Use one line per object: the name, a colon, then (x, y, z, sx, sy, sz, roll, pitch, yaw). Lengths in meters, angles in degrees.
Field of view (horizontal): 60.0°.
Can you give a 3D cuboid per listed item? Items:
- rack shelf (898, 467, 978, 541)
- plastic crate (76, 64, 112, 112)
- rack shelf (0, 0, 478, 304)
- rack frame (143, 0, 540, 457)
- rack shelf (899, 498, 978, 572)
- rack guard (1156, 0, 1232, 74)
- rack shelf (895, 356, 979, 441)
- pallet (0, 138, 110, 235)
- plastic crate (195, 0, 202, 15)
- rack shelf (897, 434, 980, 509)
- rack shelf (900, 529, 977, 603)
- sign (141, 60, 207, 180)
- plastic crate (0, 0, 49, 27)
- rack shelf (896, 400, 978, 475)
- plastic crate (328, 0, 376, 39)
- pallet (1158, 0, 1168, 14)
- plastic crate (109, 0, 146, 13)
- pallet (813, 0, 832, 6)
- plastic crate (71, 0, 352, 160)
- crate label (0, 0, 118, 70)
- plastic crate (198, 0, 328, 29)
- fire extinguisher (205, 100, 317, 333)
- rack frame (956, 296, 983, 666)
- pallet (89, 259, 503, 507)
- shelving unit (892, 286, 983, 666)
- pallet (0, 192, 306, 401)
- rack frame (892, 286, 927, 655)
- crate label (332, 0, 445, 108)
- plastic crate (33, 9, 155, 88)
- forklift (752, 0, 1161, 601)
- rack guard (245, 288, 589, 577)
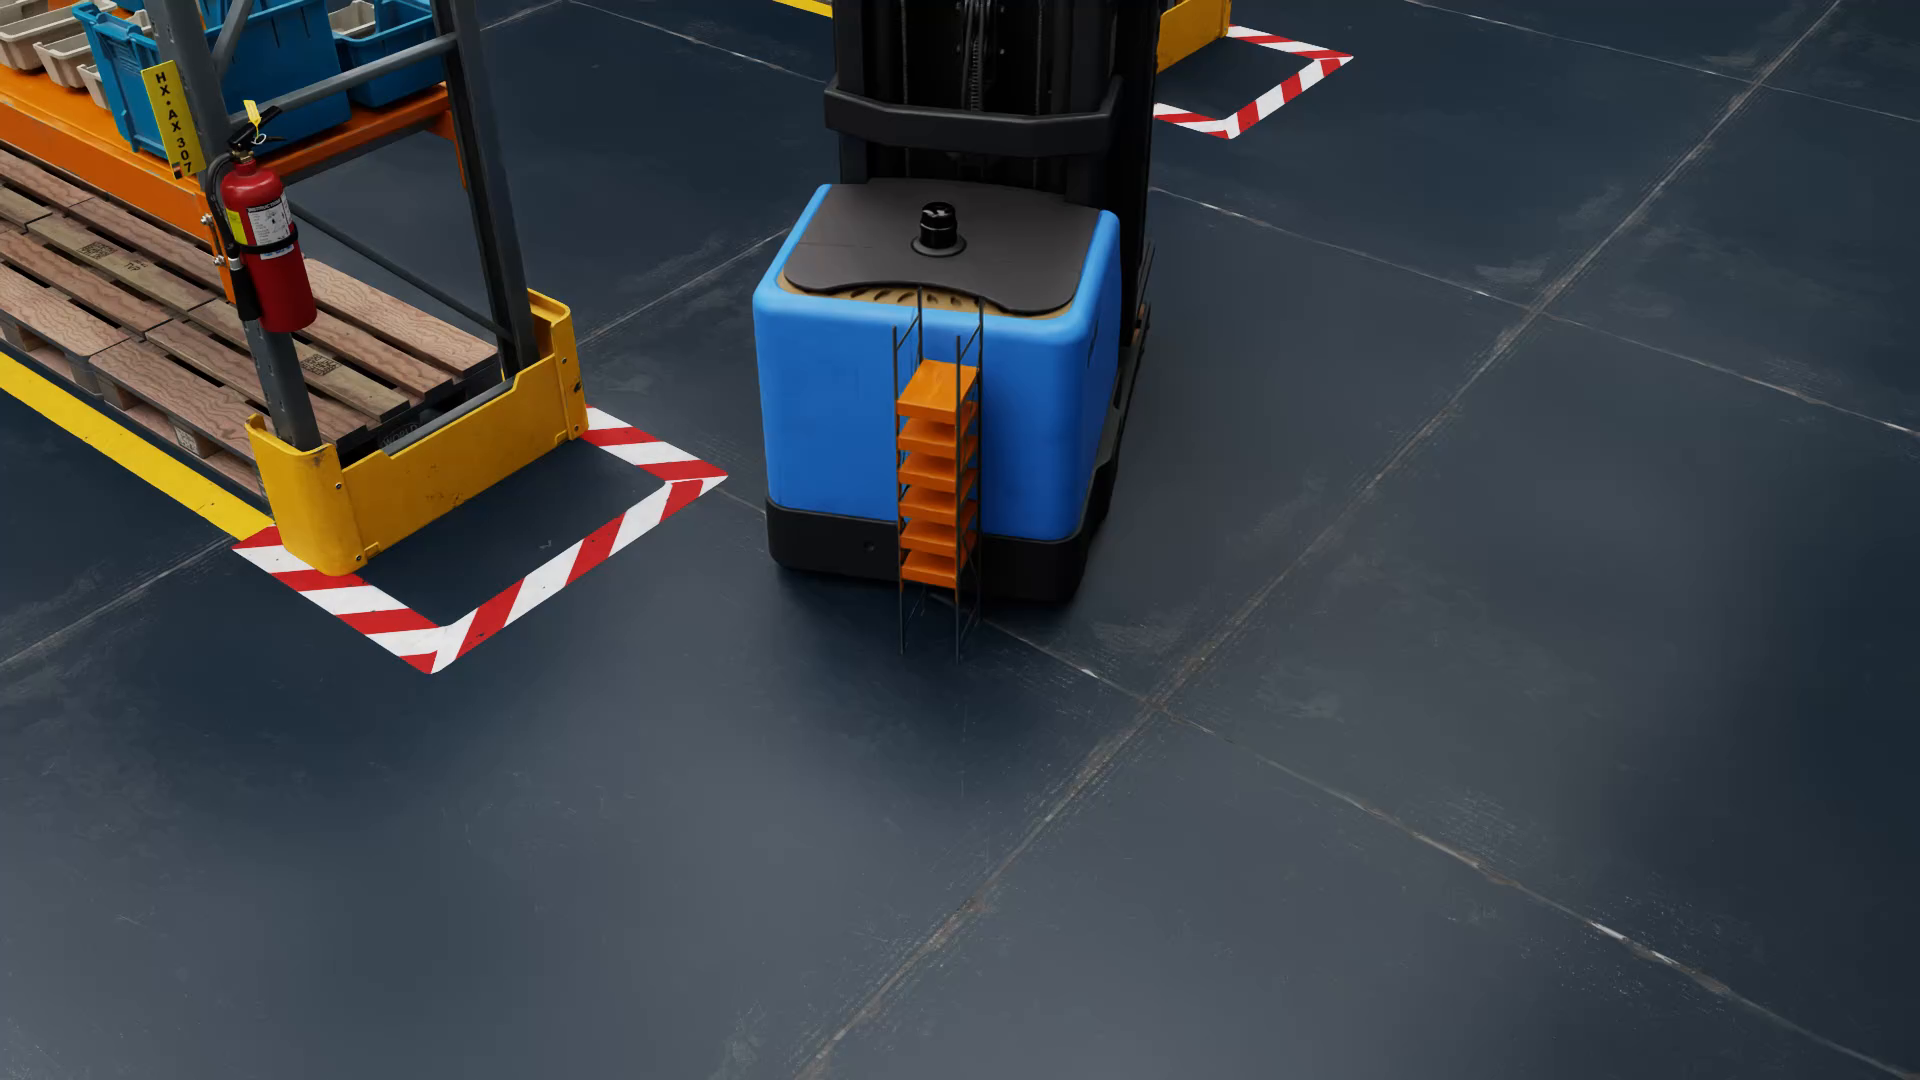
rack shelf: (-0.060, -0.126, 5.010, 0.180, 0.103, 0.258, 11, 39, 14)
plastic crate: (-2.654, -1.531, 5.437, 0.243, 0.136, 0.396, 25, 45, 29)
rack shelf: (-3.485, -1.860, 6.276, 4.000, 0.370, 1.077, 25, 45, 29)
rack frame: (-1.896, -1.394, 5.098, 0.127, 3.000, 1.000, 25, 45, 29)
rack shelf: (-0.060, -0.032, 5.084, 0.180, 0.103, 0.258, 11, 39, 14)
rack guard: (1.056, -2.863, 9.001, 0.348, 0.500, 1.175, 25, 45, 29)
rack shelf: (-0.060, -0.410, 4.788, 0.180, 0.103, 0.258, 11, 39, 14)
pallet: (-4.466, -1.538, 7.543, 1.213, 0.211, 1.003, 25, 45, 29)
plastic crate: (-2.636, -1.983, 6.014, 0.298, 0.136, 0.250, 25, 45, 29)
rack shelf: (-0.060, -0.221, 4.936, 0.180, 0.103, 0.258, 11, 39, 14)
rack shelf: (-0.060, 0.063, 5.158, 0.180, 0.103, 0.258, 11, 39, 14)
sign: (-2.218, -1.183, 4.696, 0.005, 0.325, 0.100, 25, 45, 29)
plastic crate: (-3.358, -1.841, 5.833, 0.250, 0.136, 0.298, 25, 45, 29)
rack shelf: (-0.060, -0.315, 4.862, 0.180, 0.103, 0.258, 11, 39, 14)
plastic crate: (-2.097, -1.728, 5.690, 0.298, 0.136, 0.250, 25, 45, 29)
pallet: (0.422, -3.047, 9.471, 1.213, 0.211, 1.003, 25, 45, 29)
plastic crate: (-2.938, -2.099, 6.085, 0.300, 0.233, 0.416, 25, 45, 29)
pallet: (-0.543, -3.504, 10.055, 1.213, 0.211, 1.003, 25, 45, 29)
plastic crate: (-2.276, -1.466, 5.112, 0.499, 0.435, 0.616, 25, 45, 29)
crate label: (-3.112, -1.739, 5.703, 0.243, 0.136, 0.396, 25, 45, 29)
plastic crate: (-2.415, -1.852, 5.770, 0.300, 0.233, 0.416, 25, 45, 29)
fire extinguisher: (-2.053, -0.938, 4.880, 0.183, 0.674, 0.296, 25, 45, 29)
rack frame: (0.027, -0.144, 4.961, 0.006, 1.200, 0.240, 11, 39, 14)
pallet: (-2.528, -0.624, 6.376, 1.213, 0.211, 1.003, 25, 45, 29)
shelving unit: (-0.060, -0.161, 4.983, 0.189, 1.200, 0.258, 11, 39, 14)
pallet: (-3.493, -1.081, 6.960, 1.213, 0.211, 1.003, 25, 45, 29)
rack frame: (-0.147, -0.178, 5.004, 0.006, 1.200, 0.240, 11, 39, 14)
crate label: (-1.892, -1.606, 5.455, 0.303, 0.233, 0.416, 25, 45, 29)
plastic crate: (-2.876, -1.647, 5.585, 0.243, 0.136, 0.396, 25, 45, 29)
forklift: (0.162, -1.865, 5.755, 1.130, 2.935, 3.031, 7, 39, 9)
rack guard: (-1.869, -0.407, 5.865, 0.348, 0.500, 1.175, 25, 45, 29)
